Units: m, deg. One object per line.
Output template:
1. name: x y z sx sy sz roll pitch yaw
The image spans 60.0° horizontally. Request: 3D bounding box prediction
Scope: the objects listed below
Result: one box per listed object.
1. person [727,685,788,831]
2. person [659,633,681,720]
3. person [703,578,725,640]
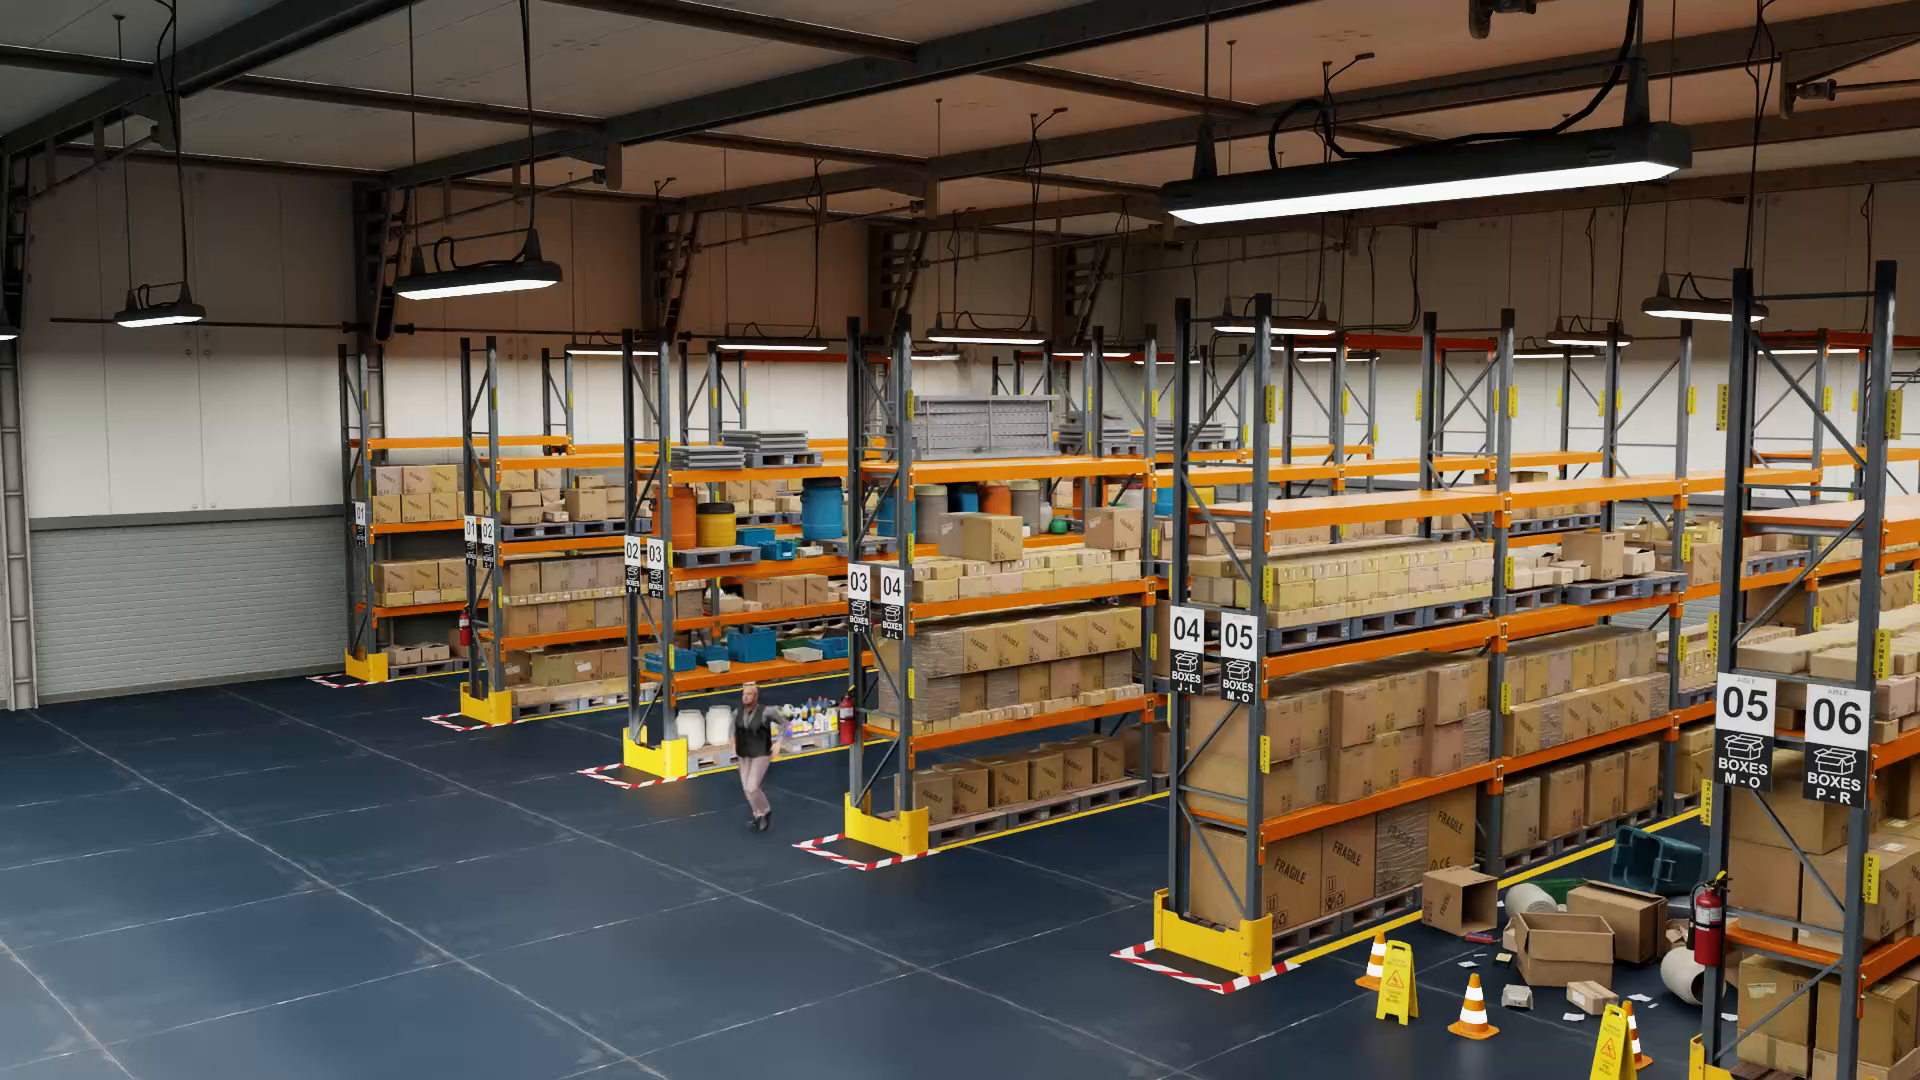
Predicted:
1. person: -2.434 2.581 19.552 0.675 1.746 0.690 2 6 23
2. person: -4.324 2.159 24.684 0.513 1.601 0.635 4 7 40
3. person: -4.695 1.469 31.966 0.585 1.695 0.727 5 7 43
